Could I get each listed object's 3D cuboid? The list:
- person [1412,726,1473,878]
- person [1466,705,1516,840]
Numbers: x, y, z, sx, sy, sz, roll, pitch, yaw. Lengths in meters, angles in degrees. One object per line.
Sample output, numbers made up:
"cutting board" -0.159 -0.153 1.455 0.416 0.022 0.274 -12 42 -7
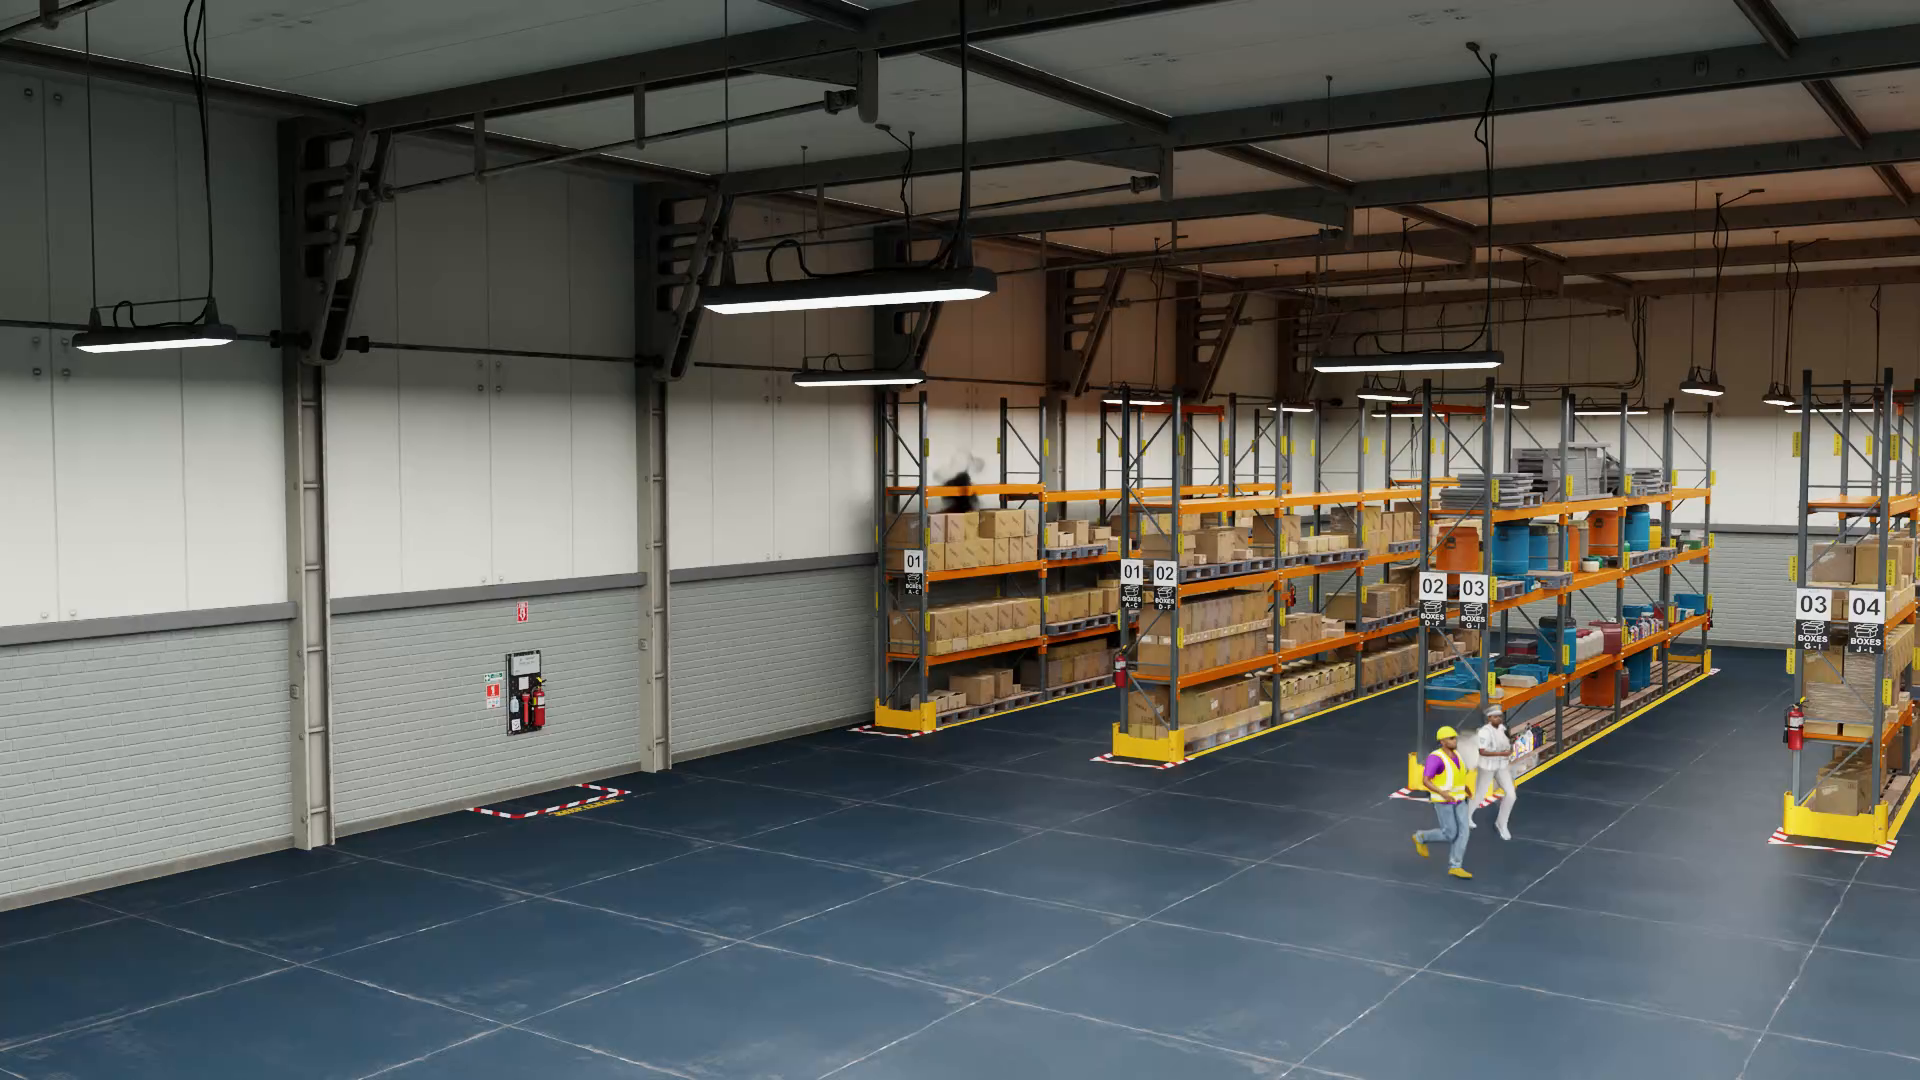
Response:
"person" 5.717 3.051 19.542 0.698 1.735 0.787 -2 4 -35
"person" 6.875 2.970 21.475 0.585 1.738 0.882 -1 3 -19
